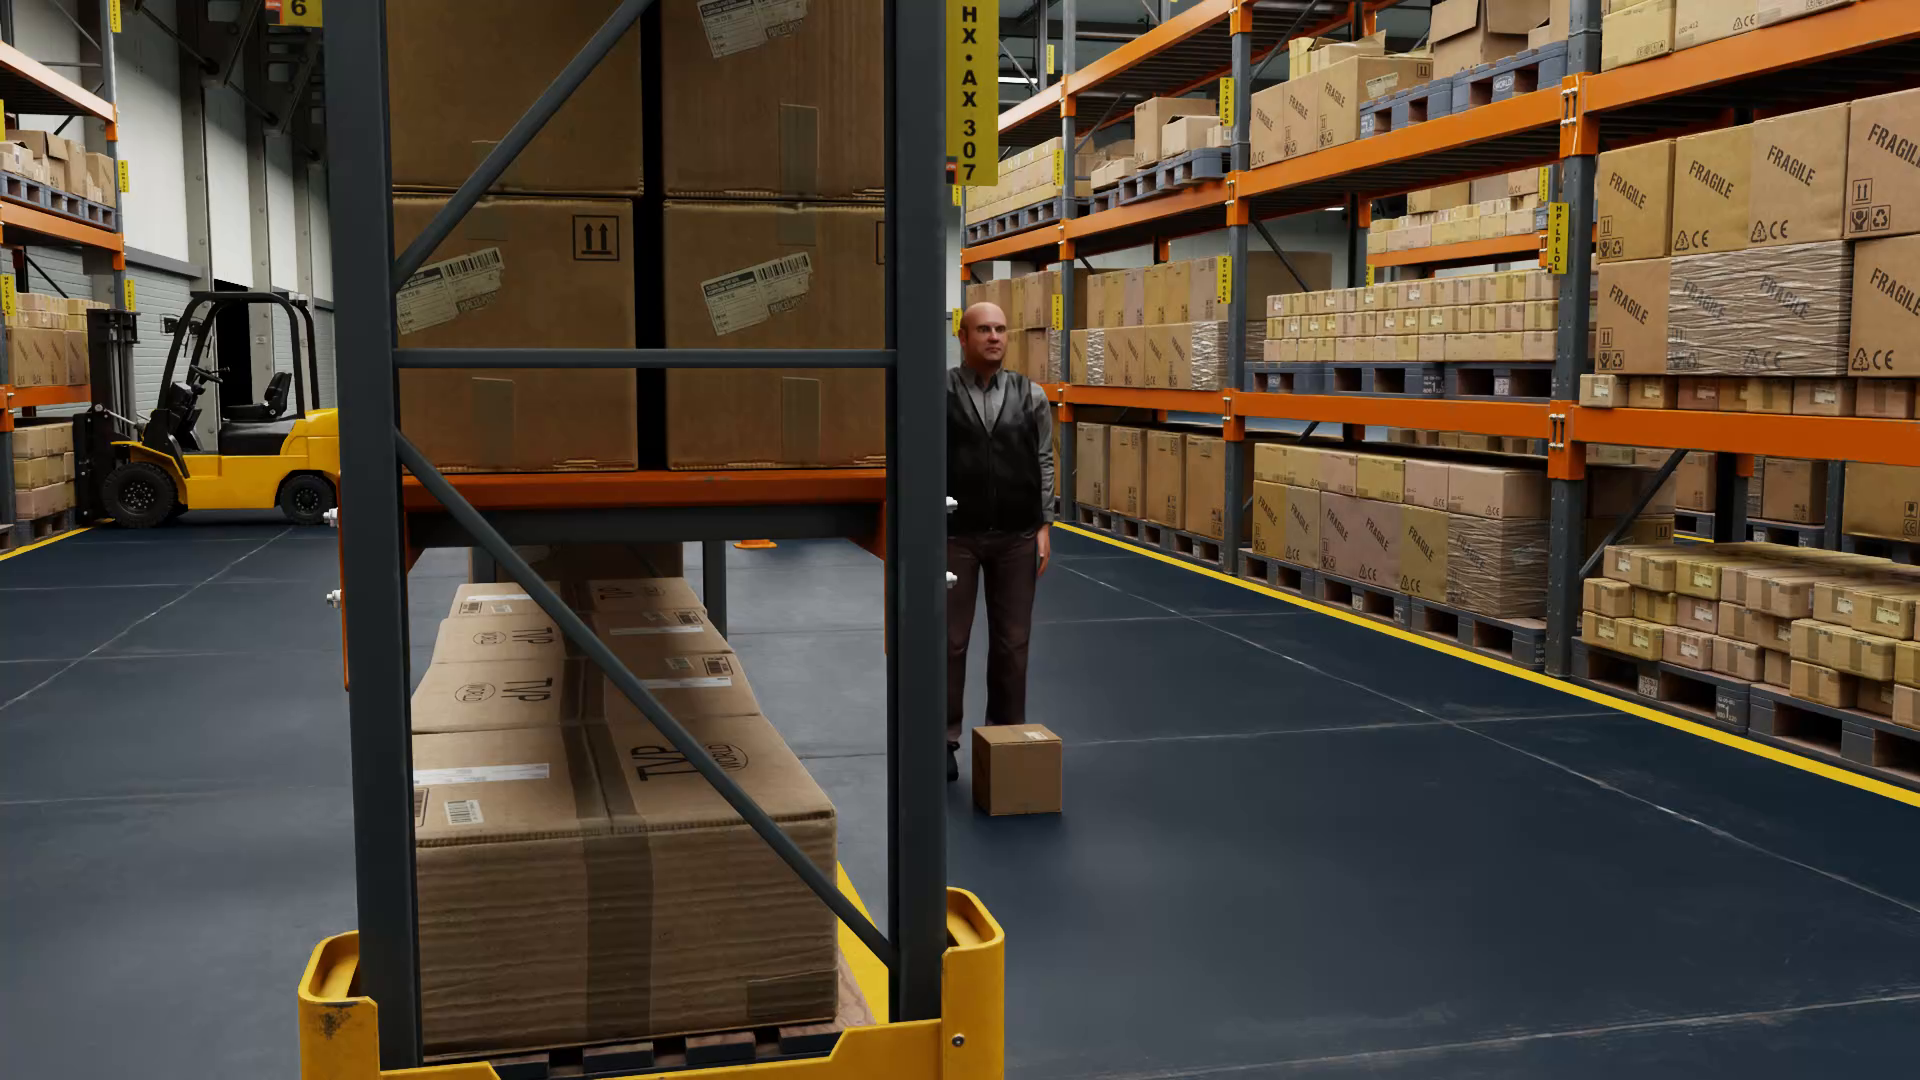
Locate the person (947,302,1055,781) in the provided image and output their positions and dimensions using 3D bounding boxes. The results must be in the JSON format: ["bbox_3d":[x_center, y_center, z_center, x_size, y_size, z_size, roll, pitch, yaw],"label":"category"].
[{"bbox_3d":[0.093,0.002,6.064,0.531,1.725,0.358,-1,6,-12],"label":"person"}]
